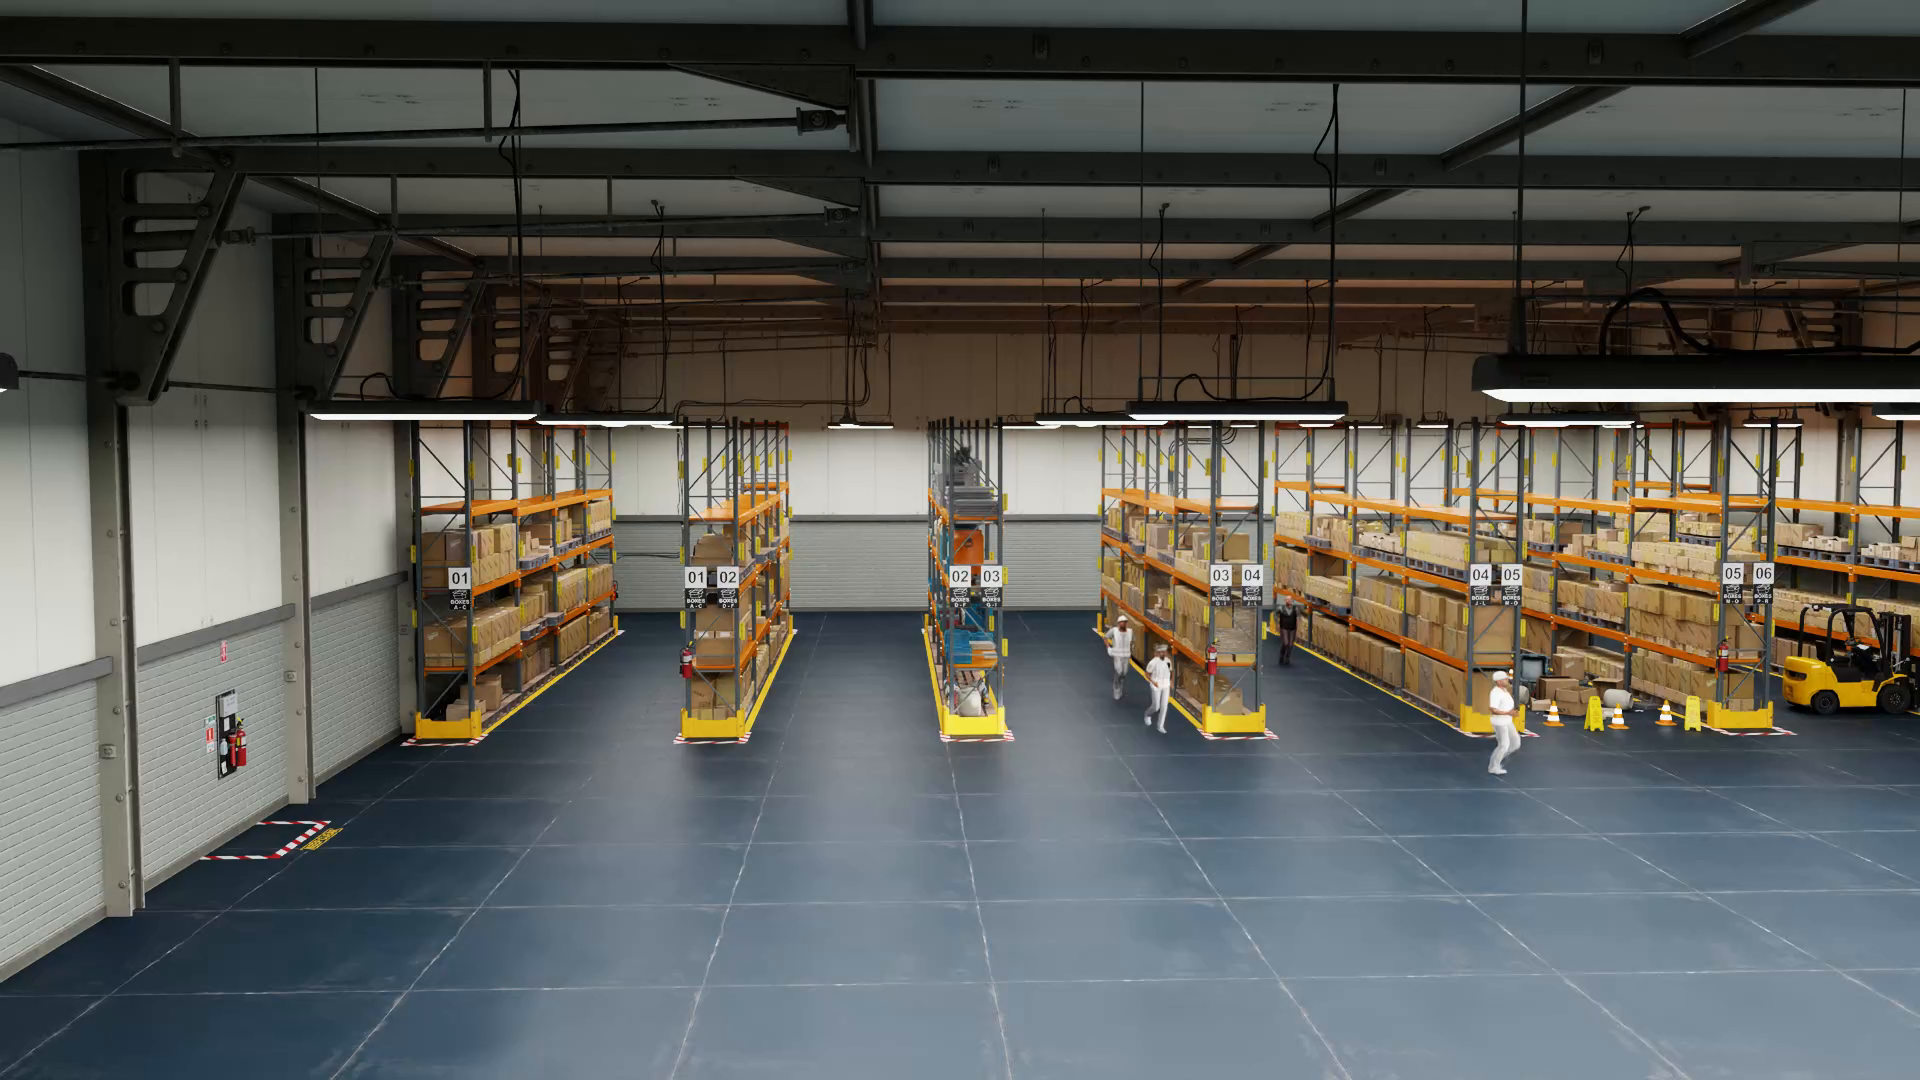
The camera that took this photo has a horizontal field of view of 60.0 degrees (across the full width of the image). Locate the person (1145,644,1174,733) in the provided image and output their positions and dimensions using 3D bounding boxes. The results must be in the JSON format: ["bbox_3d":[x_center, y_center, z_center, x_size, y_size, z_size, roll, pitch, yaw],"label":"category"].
[{"bbox_3d":[3.828,2.825,31.908,0.609,1.695,0.649,-1,4,-17],"label":"person"}]

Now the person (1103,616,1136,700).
[{"bbox_3d":[3.464,2.509,35.605,0.655,1.787,0.729,-1,4,-15],"label":"person"}]

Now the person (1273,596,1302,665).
[{"bbox_3d":[8.044,2.214,40.703,0.661,1.708,0.677,0,4,-5],"label":"person"}]

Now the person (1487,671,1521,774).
[{"bbox_3d":[9.074,3.039,27.665,0.599,1.724,0.685,3,5,37],"label":"person"}]
